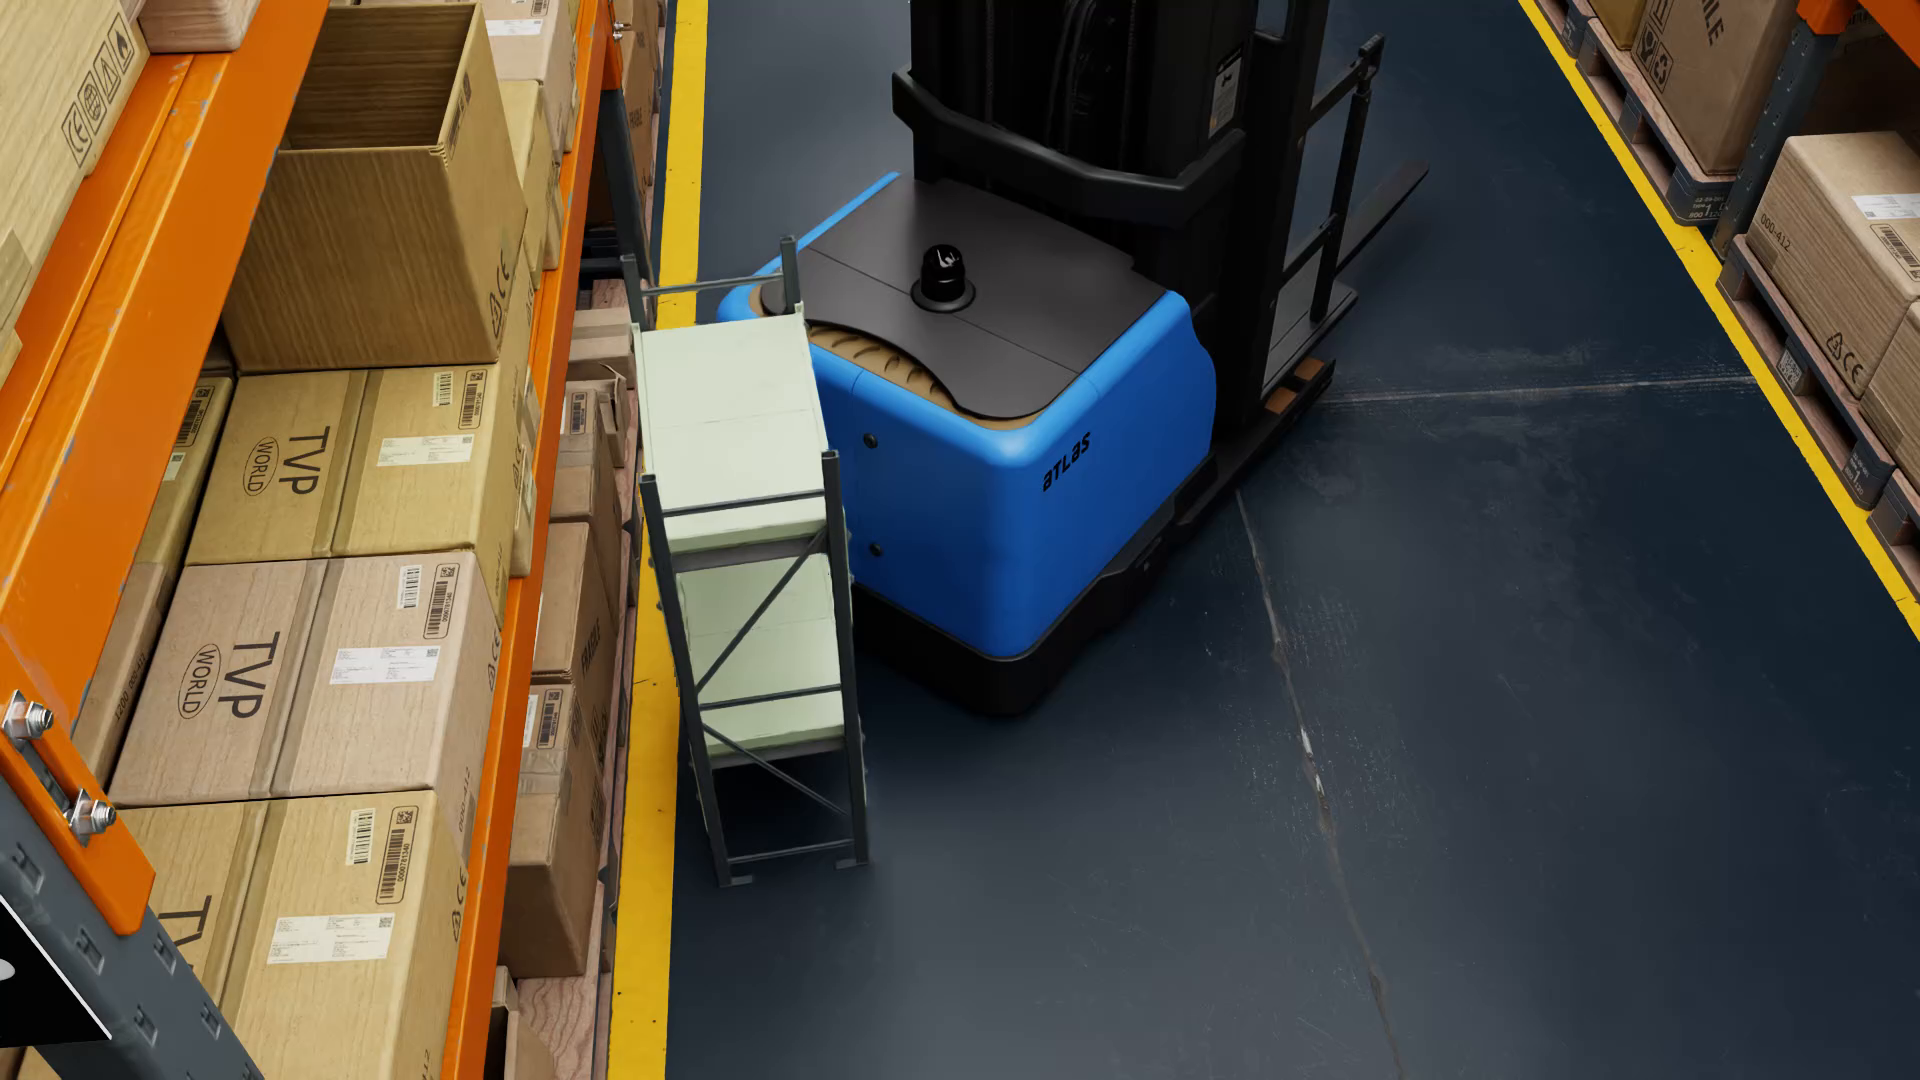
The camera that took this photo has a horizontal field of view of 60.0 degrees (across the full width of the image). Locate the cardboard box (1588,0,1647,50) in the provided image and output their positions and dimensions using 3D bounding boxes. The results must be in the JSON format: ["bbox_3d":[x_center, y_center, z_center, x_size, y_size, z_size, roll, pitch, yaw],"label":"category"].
[{"bbox_3d":[3.132,-2.654,6.871,0.875,0.875,0.875,-2,47,-2],"label":"cardboard box"}]

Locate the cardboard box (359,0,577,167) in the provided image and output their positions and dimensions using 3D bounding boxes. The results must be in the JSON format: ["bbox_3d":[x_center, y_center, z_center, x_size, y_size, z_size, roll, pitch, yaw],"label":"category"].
[{"bbox_3d":[-1.257,-1.174,4.194,0.500,0.250,0.500,-3,47,-3],"label":"cardboard box"}]

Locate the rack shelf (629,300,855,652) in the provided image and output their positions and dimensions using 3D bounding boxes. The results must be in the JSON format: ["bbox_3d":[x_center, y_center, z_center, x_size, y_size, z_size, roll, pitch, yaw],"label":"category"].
[{"bbox_3d":[-0.509,-0.161,3.831,0.431,0.370,0.720,-8,47,-7],"label":"rack shelf"}]

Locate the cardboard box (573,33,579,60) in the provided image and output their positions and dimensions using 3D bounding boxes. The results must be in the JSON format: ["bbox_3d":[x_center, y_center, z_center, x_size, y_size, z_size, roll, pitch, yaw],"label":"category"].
[{"bbox_3d":[-1.277,-1.350,4.635,0.380,0.149,0.250,-2,47,-2],"label":"cardboard box"}]

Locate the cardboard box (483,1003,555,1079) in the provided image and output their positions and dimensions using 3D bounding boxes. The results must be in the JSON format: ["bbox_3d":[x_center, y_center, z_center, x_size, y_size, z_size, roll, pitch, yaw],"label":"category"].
[{"bbox_3d":[-1.221,1.321,3.363,0.797,0.503,0.637,-5,47,-5],"label":"cardboard box"}]

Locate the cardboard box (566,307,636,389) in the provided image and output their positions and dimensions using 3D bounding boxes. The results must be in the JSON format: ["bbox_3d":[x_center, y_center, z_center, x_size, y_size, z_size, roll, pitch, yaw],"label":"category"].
[{"bbox_3d":[-1.260,-0.617,5.443,0.380,0.149,0.250,-5,47,-4],"label":"cardboard box"}]

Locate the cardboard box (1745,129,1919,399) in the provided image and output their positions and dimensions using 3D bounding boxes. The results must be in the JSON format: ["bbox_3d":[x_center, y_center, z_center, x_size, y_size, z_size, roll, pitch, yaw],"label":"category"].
[{"bbox_3d":[3.292,-0.946,5.555,0.875,0.438,0.875,-4,47,-4],"label":"cardboard box"}]

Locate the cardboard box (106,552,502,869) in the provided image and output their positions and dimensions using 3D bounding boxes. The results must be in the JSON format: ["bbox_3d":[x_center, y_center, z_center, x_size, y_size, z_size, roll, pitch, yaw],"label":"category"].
[{"bbox_3d":[-1.076,0.295,2.803,0.500,0.250,0.500,-3,47,-3],"label":"cardboard box"}]

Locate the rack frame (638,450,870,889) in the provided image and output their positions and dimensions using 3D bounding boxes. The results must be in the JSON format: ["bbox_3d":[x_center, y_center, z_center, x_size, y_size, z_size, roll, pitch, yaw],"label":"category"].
[{"bbox_3d":[-0.440,0.368,3.868,0.400,1.500,0.023,-8,47,-7],"label":"rack frame"}]

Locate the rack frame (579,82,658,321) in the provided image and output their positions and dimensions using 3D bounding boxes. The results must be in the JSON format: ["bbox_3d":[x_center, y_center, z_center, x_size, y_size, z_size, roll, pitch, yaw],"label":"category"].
[{"bbox_3d":[-1.599,-1.839,4.925,1.000,3.000,0.127,-3,47,-3],"label":"rack frame"}]

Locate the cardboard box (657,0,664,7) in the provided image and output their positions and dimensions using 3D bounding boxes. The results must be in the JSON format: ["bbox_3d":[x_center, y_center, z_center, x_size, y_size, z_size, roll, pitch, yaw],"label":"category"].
[{"bbox_3d":[-1.544,-2.609,7.087,0.500,0.500,0.500,-5,47,-5],"label":"cardboard box"}]

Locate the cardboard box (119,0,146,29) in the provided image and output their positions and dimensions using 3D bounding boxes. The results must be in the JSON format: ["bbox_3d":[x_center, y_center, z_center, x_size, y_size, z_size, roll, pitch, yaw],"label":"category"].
[{"bbox_3d":[-1.092,-0.731,1.709,0.500,0.250,0.500,-3,47,-3],"label":"cardboard box"}]

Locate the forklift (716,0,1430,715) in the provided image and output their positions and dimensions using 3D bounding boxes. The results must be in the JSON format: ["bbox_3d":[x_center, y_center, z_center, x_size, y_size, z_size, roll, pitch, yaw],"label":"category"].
[{"bbox_3d":[0.616,-1.545,4.694,1.130,2.935,3.031,28,53,24],"label":"forklift"}]

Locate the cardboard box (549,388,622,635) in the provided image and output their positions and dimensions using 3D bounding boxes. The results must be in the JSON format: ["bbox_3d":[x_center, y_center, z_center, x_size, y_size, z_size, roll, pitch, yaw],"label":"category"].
[{"bbox_3d":[-1.341,-0.050,4.663,0.700,0.500,0.500,-5,47,-5],"label":"cardboard box"}]

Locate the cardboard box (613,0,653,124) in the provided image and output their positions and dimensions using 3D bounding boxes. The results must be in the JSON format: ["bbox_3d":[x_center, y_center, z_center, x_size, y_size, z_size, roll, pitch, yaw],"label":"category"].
[{"bbox_3d":[-1.470,-1.872,6.389,0.500,0.500,0.500,-4,47,-4],"label":"cardboard box"}]

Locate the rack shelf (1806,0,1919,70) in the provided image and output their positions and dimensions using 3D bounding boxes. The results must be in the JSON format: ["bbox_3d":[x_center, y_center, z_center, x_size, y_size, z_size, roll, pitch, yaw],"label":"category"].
[{"bbox_3d":[3.514,-0.449,4.104,1.077,0.370,4.000,-3,47,-3],"label":"rack shelf"}]

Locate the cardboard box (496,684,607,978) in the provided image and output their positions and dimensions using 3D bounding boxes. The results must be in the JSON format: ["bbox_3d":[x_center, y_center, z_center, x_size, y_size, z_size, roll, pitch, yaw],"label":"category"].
[{"bbox_3d":[-1.254,0.701,3.952,0.700,0.500,0.500,-2,47,-2],"label":"cardboard box"}]

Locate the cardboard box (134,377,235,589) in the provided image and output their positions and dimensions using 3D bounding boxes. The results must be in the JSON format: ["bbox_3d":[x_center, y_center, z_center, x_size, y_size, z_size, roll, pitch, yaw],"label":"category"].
[{"bbox_3d":[-1.646,-0.044,3.124,0.500,0.250,0.500,-2,47,-2],"label":"cardboard box"}]

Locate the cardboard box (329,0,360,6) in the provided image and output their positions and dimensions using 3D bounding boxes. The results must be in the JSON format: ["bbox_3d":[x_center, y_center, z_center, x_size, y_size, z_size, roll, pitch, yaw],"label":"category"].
[{"bbox_3d":[-1.778,-1.152,4.174,0.500,0.250,0.500,-4,47,-4],"label":"cardboard box"}]

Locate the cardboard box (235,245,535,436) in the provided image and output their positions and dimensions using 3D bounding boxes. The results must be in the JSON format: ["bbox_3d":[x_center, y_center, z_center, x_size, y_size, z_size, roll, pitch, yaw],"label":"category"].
[{"bbox_3d":[-1.186,-0.440,3.499,0.500,0.250,0.500,-5,47,-4],"label":"cardboard box"}]

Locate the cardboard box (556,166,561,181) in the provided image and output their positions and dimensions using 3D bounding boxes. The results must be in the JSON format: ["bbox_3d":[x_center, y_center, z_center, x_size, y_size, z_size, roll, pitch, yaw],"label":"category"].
[{"bbox_3d":[-1.237,-0.972,4.277,0.380,0.149,0.250,-2,47,-2],"label":"cardboard box"}]

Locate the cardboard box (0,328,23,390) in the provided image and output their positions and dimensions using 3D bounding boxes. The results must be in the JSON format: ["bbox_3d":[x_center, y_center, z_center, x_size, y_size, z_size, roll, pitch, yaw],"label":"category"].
[{"bbox_3d":[-1.059,-0.134,1.418,0.380,0.149,0.250,-3,47,-2],"label":"cardboard box"}]

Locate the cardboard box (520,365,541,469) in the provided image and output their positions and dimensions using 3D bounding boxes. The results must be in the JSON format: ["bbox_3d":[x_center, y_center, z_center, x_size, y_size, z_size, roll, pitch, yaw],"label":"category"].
[{"bbox_3d":[-1.119,-0.237,3.582,0.380,0.149,0.250,-3,47,-2],"label":"cardboard box"}]

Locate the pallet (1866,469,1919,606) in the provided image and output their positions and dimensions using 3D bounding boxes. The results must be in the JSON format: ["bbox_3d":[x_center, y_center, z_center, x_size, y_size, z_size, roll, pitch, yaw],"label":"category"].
[{"bbox_3d":[3.438,0.256,4.863,1.003,0.211,1.213,-3,47,-3],"label":"pallet"}]

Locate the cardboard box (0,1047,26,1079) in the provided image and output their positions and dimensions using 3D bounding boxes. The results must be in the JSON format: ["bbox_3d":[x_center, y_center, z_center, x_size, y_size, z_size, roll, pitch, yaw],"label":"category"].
[{"bbox_3d":[-1.567,0.688,2.431,0.500,0.250,0.500,-2,47,-2],"label":"cardboard box"}]

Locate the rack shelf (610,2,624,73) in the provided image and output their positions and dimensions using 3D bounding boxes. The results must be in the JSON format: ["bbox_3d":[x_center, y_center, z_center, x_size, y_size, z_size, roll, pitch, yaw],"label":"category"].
[{"bbox_3d":[-1.767,-3.038,6.557,1.077,0.370,4.000,-3,47,-3],"label":"rack shelf"}]

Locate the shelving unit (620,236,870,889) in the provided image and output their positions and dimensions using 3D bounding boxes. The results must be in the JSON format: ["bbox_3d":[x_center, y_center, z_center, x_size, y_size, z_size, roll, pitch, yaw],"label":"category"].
[{"bbox_3d":[-0.508,0.107,4.115,0.431,1.500,0.755,-8,47,-7],"label":"shelving unit"}]

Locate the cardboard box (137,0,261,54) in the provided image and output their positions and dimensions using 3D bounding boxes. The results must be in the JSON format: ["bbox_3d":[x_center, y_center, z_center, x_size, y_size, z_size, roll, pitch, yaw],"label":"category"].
[{"bbox_3d":[-1.030,-0.696,1.950,0.380,0.149,0.250,-3,47,-2],"label":"cardboard box"}]

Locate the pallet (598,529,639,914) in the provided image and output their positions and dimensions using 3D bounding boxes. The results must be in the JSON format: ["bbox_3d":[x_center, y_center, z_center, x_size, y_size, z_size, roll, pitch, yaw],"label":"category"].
[{"bbox_3d":[-1.437,0.502,4.629,1.003,0.211,1.213,-3,47,-3],"label":"pallet"}]

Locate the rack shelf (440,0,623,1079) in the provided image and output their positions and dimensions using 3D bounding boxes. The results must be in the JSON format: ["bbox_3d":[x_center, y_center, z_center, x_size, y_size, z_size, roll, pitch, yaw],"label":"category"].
[{"bbox_3d":[-1.432,-0.144,3.816,1.077,0.370,4.000,-3,47,-3],"label":"rack shelf"}]

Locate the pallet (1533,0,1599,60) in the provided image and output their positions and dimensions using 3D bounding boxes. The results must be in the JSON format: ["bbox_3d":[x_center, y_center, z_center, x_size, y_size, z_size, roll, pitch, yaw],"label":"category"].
[{"bbox_3d":[3.102,-2.623,7.588,1.003,0.211,1.213,-3,47,-3],"label":"pallet"}]

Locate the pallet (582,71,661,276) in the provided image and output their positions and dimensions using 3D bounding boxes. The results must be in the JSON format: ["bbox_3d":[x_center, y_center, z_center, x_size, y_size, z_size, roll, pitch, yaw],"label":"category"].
[{"bbox_3d":[-1.705,-1.466,6.493,1.003,0.211,1.213,-3,47,-3],"label":"pallet"}]
